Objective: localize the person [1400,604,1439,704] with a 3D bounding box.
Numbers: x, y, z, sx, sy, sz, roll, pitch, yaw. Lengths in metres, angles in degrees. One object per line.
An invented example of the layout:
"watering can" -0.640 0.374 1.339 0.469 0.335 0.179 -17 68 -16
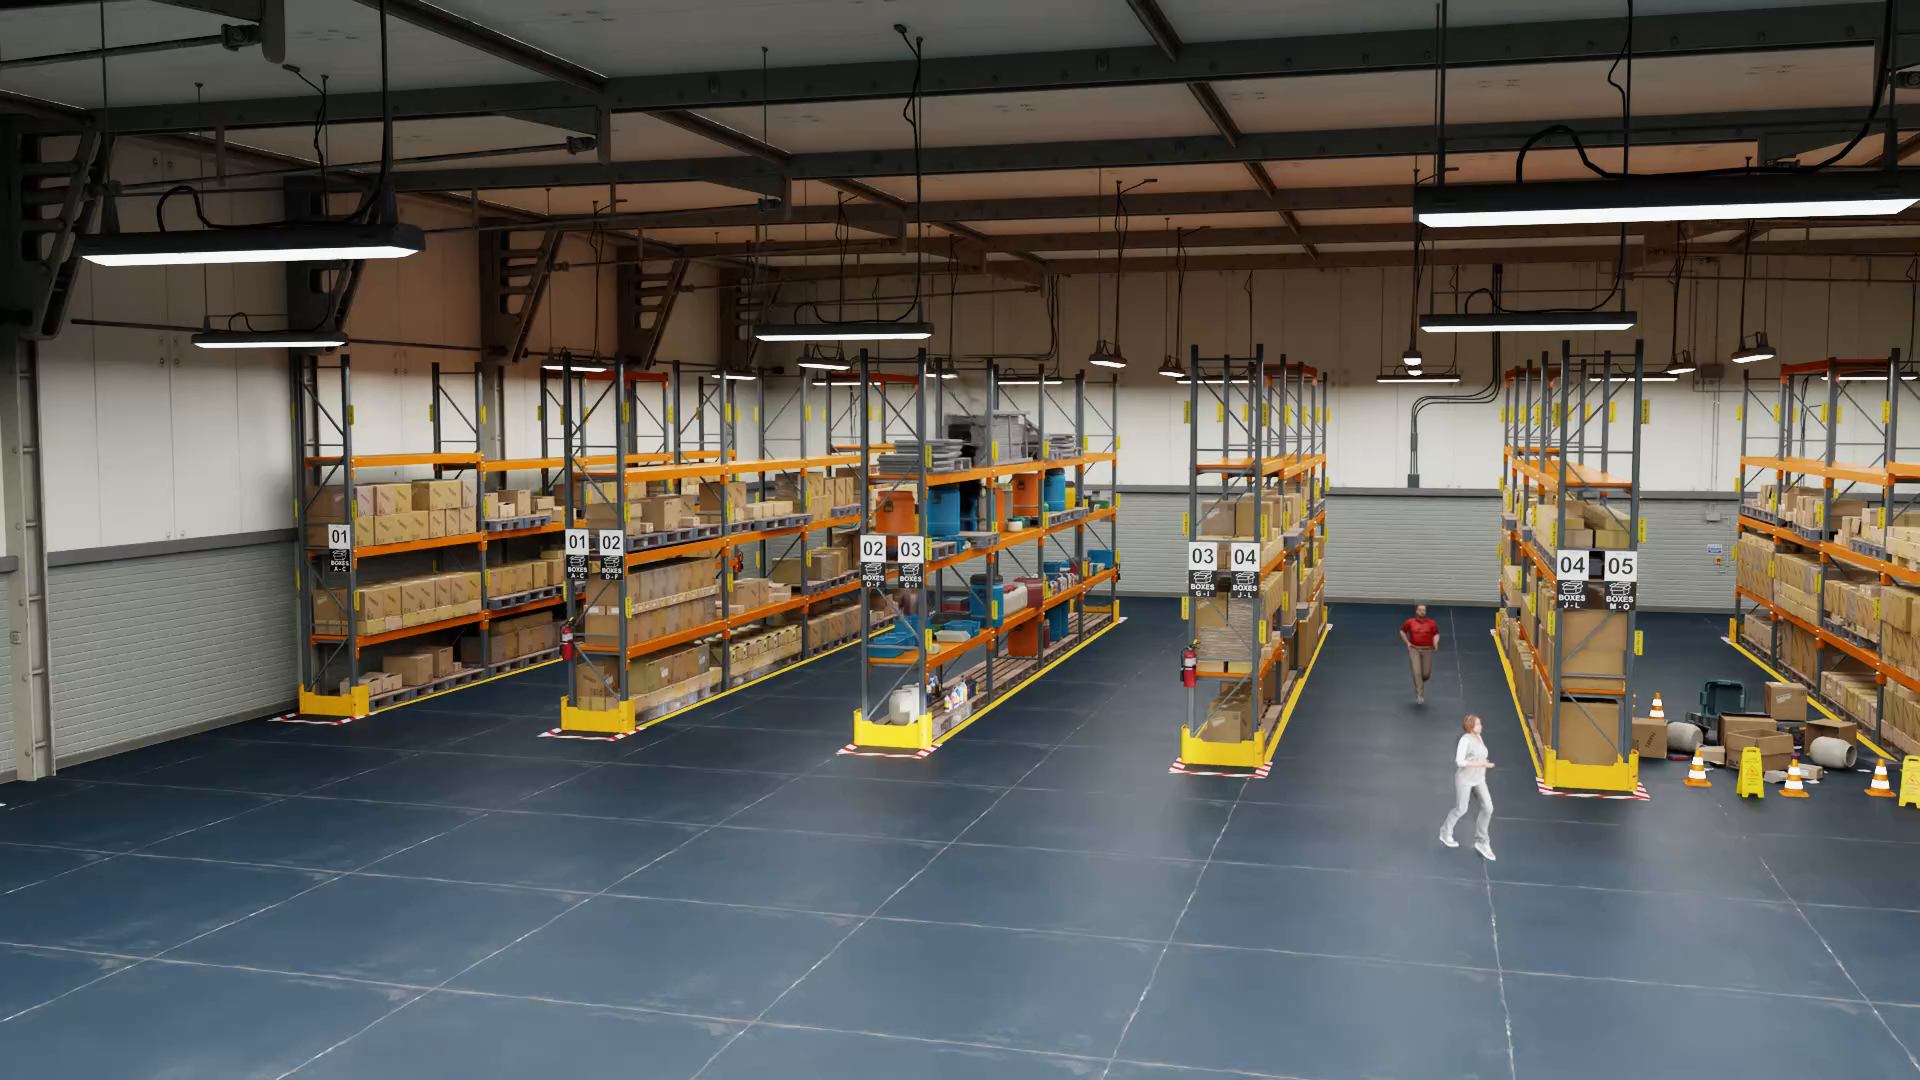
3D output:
"person" 8.080 1.982 29.213 0.663 1.709 0.749 1 4 7

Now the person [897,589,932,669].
"person" -0.911 1.663 33.089 0.710 1.753 0.782 0 4 4

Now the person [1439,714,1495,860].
"person" 5.773 2.789 18.902 0.525 1.623 0.729 -3 5 -34
